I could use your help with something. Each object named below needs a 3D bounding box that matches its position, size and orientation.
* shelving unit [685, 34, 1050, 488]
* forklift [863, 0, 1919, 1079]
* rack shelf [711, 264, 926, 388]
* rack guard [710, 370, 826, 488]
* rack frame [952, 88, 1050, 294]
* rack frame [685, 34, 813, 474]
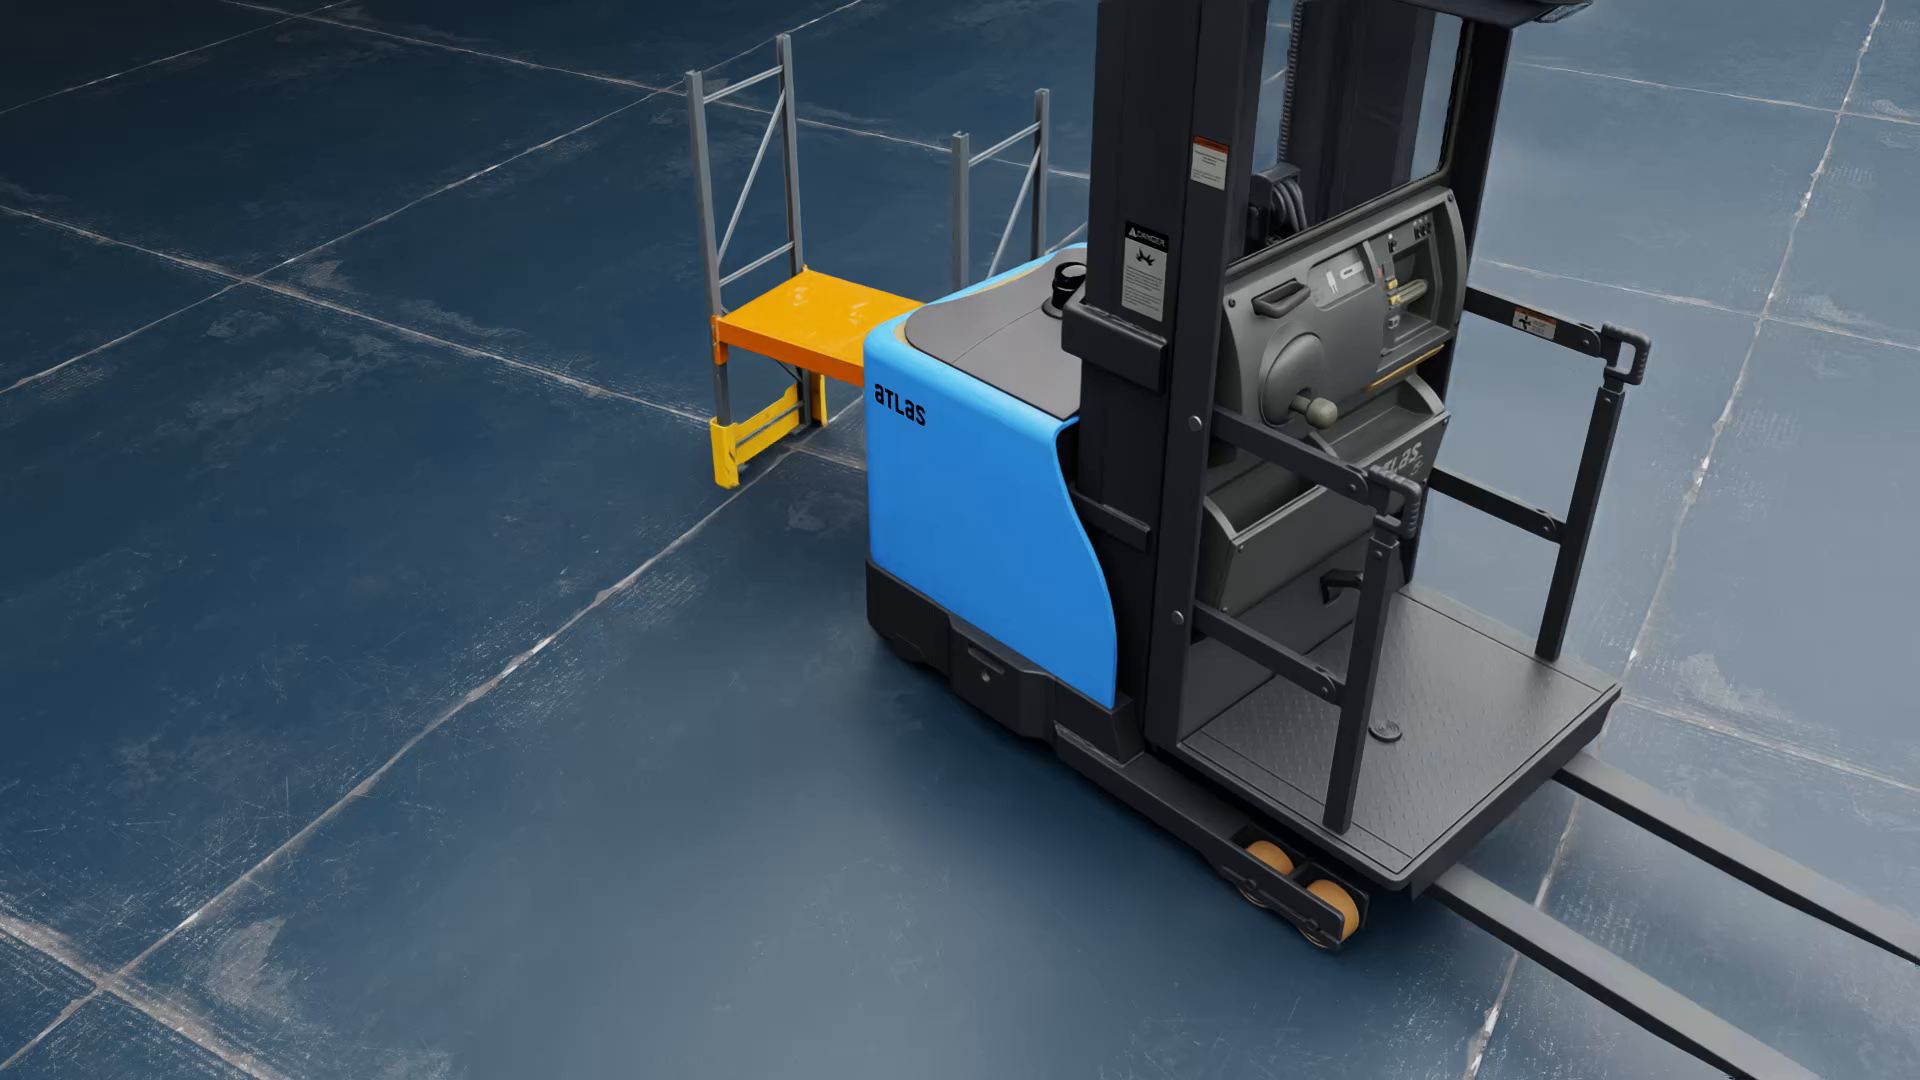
[{"bbox_3d":[-0.289,-0.805,5.606,1.083,1.500,0.587,20,39,27],"label":"shelving unit"},{"bbox_3d":[1.089,-0.516,3.880,1.130,2.935,3.031,-28,43,-35],"label":"forklift"},{"bbox_3d":[-0.297,-0.658,5.710,1.000,0.185,0.538,20,39,27],"label":"rack shelf"},{"bbox_3d":[-0.705,-0.437,6.181,0.087,0.250,0.587,20,39,27],"label":"rack guard"},{"bbox_3d":[0.127,-0.652,5.377,0.032,1.500,0.500,20,39,27],"label":"rack frame"},{"bbox_3d":[-0.721,-0.964,5.844,0.032,1.500,0.500,20,39,27],"label":"rack frame"}]
